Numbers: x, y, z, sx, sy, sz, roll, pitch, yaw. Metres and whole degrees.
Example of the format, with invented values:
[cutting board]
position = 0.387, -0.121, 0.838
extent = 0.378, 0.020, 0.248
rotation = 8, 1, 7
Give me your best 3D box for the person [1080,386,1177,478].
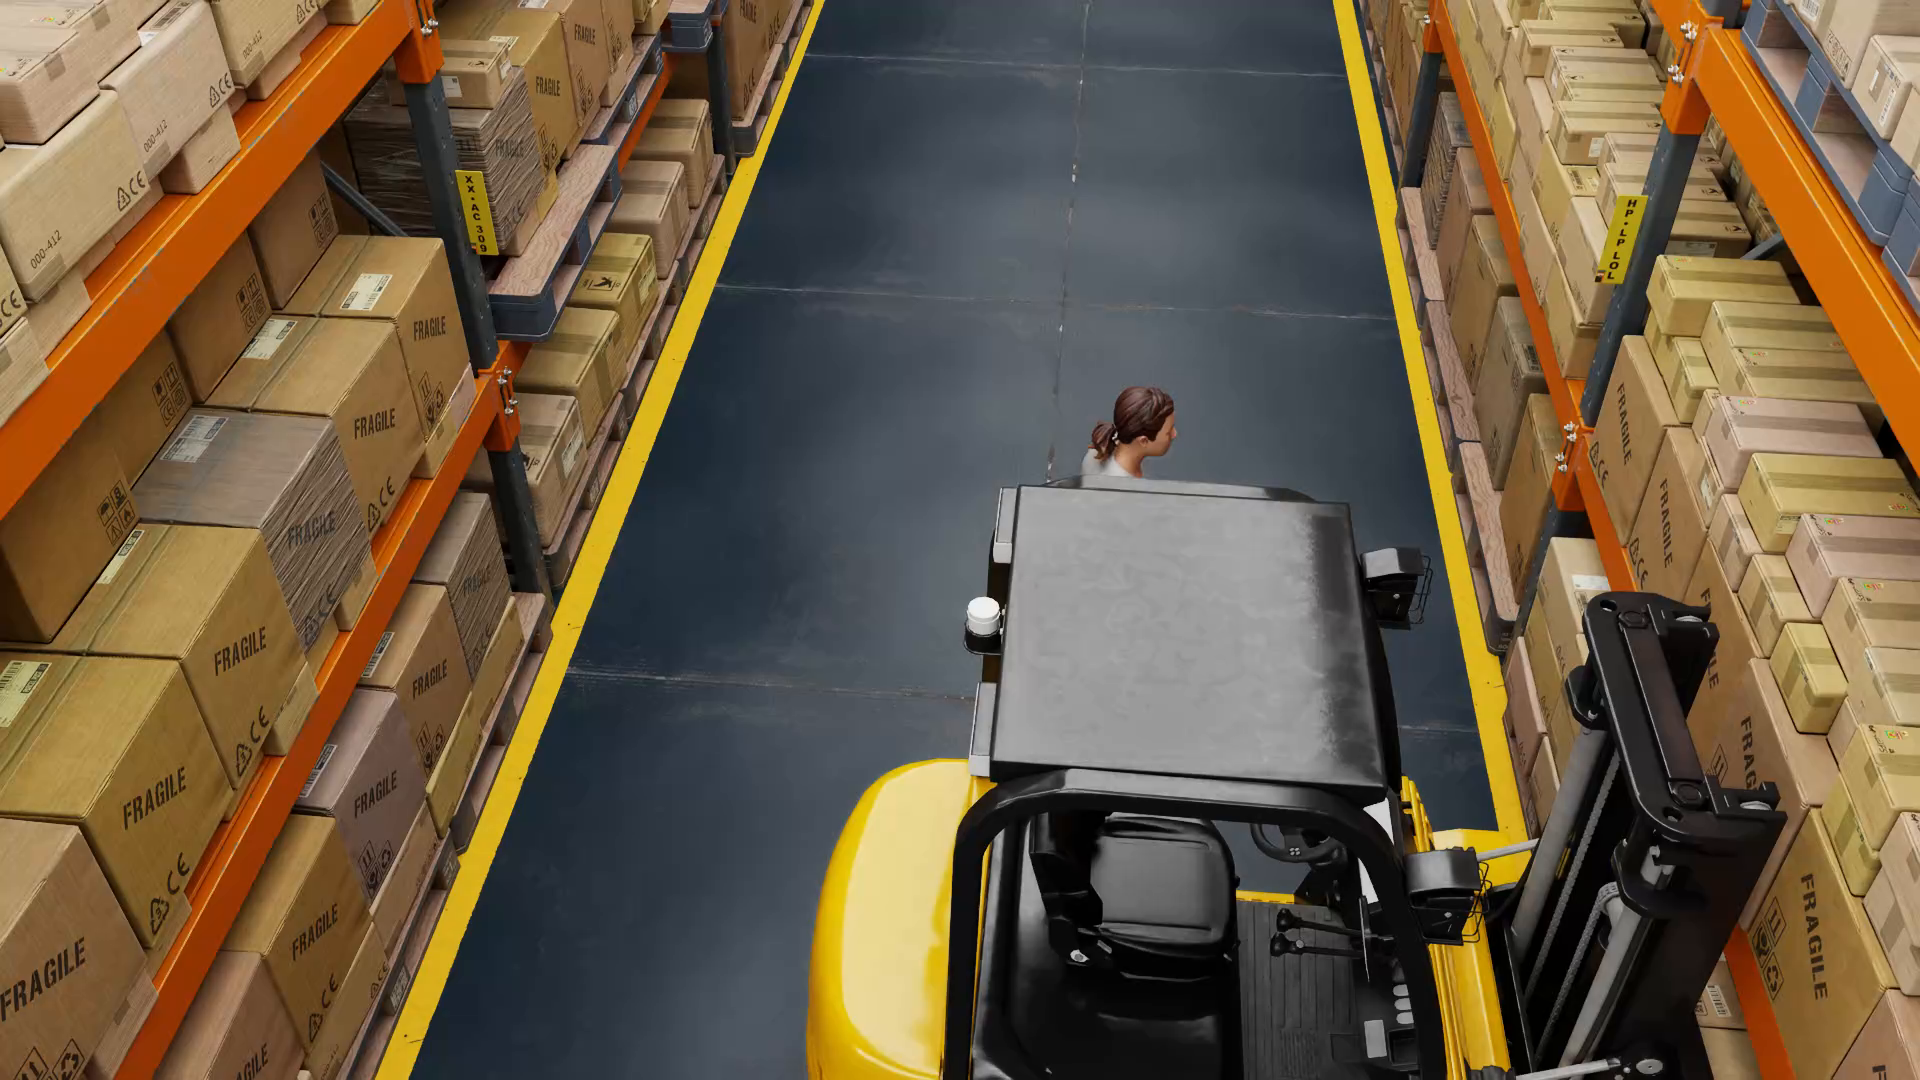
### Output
[person]
position = 0.560, 0.169, 5.965
extent = 0.354, 1.663, 0.513
rotation = 1, 40, 2
